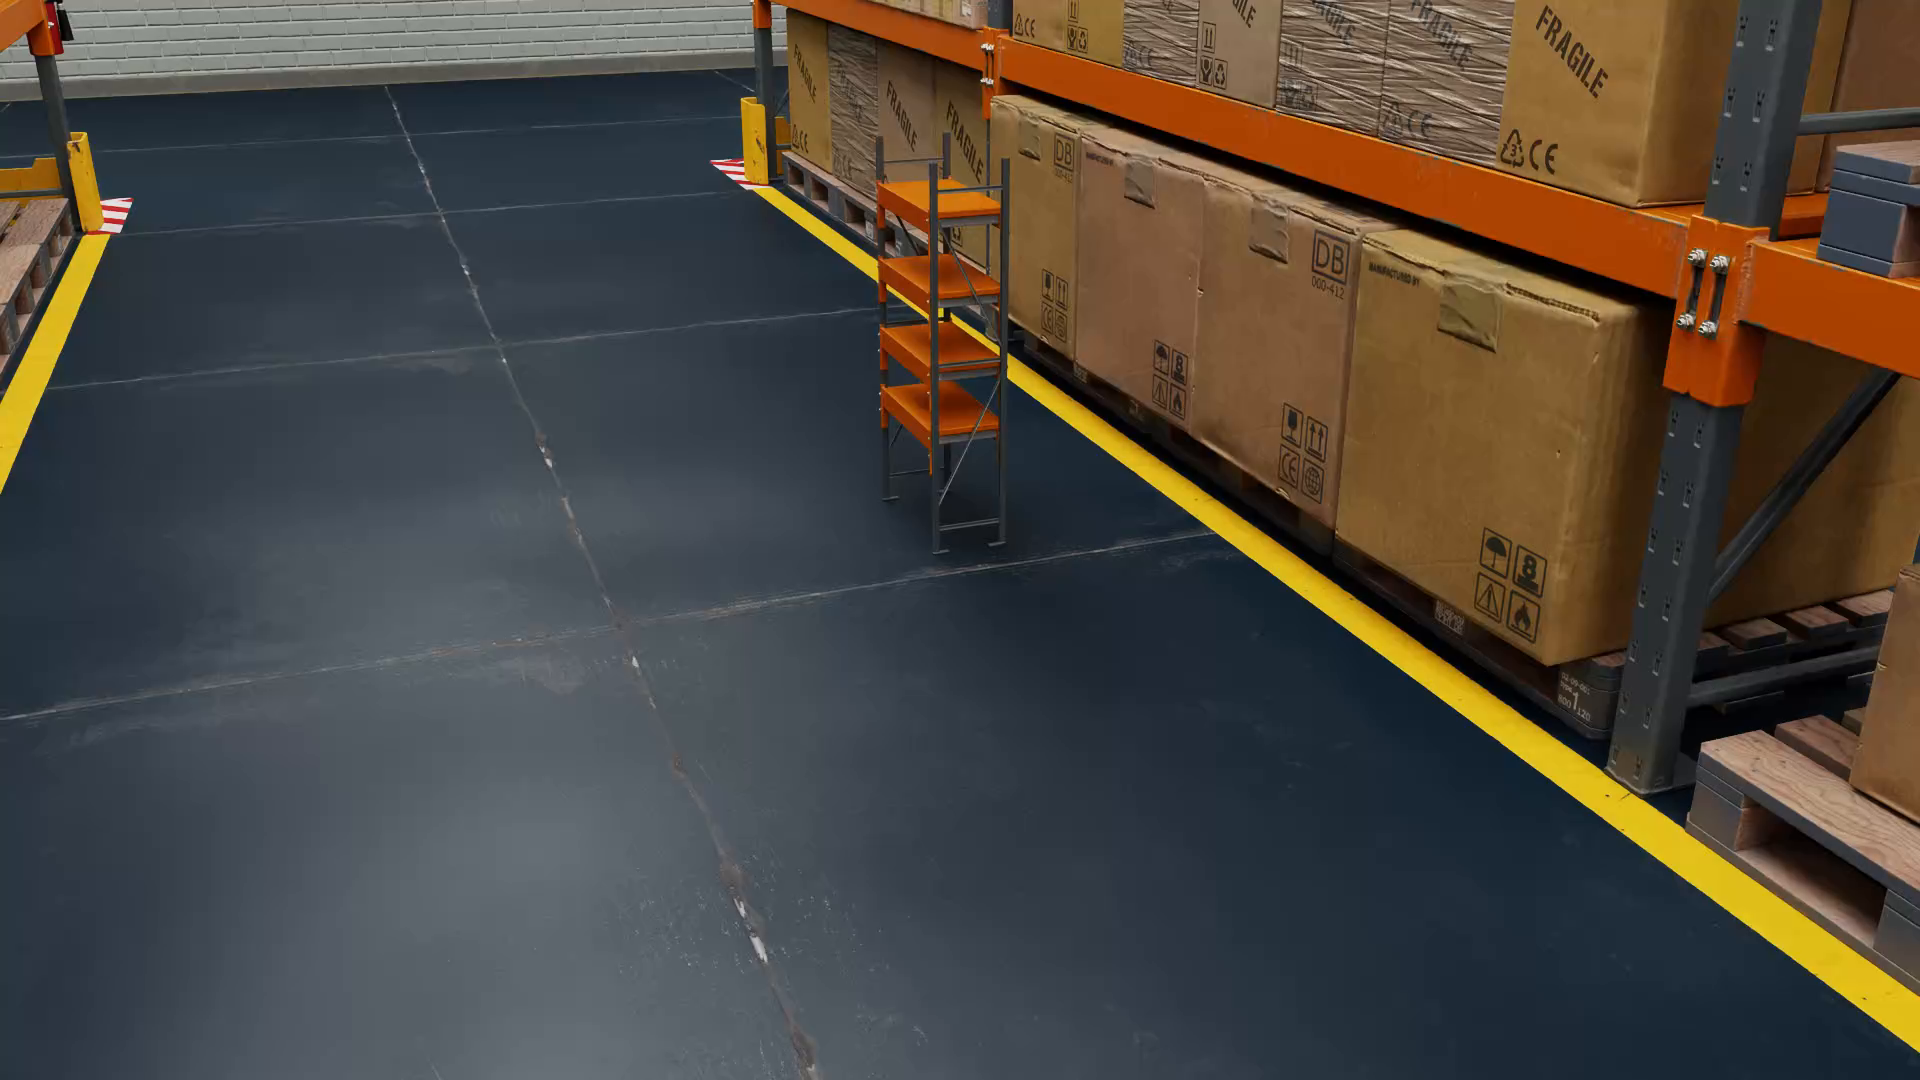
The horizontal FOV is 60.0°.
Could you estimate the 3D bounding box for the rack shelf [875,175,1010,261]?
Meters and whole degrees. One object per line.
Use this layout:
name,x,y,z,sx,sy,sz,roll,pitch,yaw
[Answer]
rack shelf,-0.058,-0.975,5.007,0.258,0.148,0.480,-8,24,-19

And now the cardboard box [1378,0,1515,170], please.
cardboard box,1.437,-1.249,4.222,0.500,0.500,0.500,-9,24,-19

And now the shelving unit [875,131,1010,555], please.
shelving unit,-0.058,-0.613,5.160,0.258,1.200,0.503,-8,24,-19

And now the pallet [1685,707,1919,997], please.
pallet,2.289,0.694,3.332,1.003,0.211,1.213,-8,24,-19

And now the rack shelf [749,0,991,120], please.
rack shelf,-0.105,-2.724,8.777,1.077,0.370,4.000,-8,24,-19

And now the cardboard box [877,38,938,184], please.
cardboard box,0.125,-2.121,8.615,0.875,0.875,0.875,-8,24,-19

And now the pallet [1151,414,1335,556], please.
pallet,1.379,-0.330,5.760,1.003,0.211,1.213,-8,24,-19

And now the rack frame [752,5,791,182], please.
rack frame,-0.812,-3.782,10.361,1.000,3.000,0.127,-8,24,-19

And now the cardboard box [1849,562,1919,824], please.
cardboard box,2.270,0.315,3.294,0.700,0.500,0.500,-10,25,-22

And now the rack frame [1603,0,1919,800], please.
rack frame,2.014,-0.875,3.465,1.000,3.000,0.127,-8,24,-19

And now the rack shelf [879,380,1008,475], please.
rack shelf,-0.058,-0.368,5.263,0.258,0.148,0.480,-8,24,-19

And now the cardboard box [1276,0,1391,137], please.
cardboard box,1.251,-1.437,4.668,0.500,0.500,0.500,-9,25,-21

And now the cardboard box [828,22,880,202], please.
cardboard box,-0.190,-2.444,9.382,0.875,0.875,0.875,-8,24,-19

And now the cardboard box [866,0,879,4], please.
cardboard box,-0.267,-2.746,8.226,0.380,0.149,0.250,-9,24,-20

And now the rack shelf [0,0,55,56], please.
rack shelf,-4.739,-2.044,7.164,1.077,0.370,4.000,-8,24,-19

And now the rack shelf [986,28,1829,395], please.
rack shelf,1.308,-1.270,5.328,1.077,0.370,4.000,-8,24,-19

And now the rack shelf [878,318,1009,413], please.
rack shelf,-0.058,-0.551,5.186,0.258,0.148,0.480,-8,24,-19

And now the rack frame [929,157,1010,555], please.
rack frame,0.028,-0.524,4.949,0.240,1.200,0.015,-8,24,-19

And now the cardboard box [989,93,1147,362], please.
cardboard box,0.846,-1.313,6.699,1.225,0.875,0.875,-8,24,-19

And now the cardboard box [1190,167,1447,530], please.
cardboard box,1.482,-0.668,5.168,1.225,0.875,0.875,-8,24,-19

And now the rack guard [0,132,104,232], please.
rack guard,-5.466,-1.958,9.251,1.175,0.500,0.348,-8,24,-19

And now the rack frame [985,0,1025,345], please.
rack frame,0.601,-2.329,6.913,1.000,3.000,0.127,-8,24,-19

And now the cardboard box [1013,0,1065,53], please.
cardboard box,0.530,-2.173,6.416,0.500,0.500,0.500,-8,24,-19

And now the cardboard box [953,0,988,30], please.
cardboard box,0.187,-2.279,7.118,0.380,0.149,0.250,-8,24,-19

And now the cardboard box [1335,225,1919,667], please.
cardboard box,1.790,-0.343,4.397,1.225,0.875,0.875,-10,25,-21

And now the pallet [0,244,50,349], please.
pallet,-4.763,-1.070,7.517,1.003,0.211,1.213,-8,24,-19

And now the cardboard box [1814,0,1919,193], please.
cardboard box,2.097,-1.135,3.953,0.500,0.500,0.500,-8,24,-17

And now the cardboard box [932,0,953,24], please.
cardboard box,0.096,-2.372,7.340,0.380,0.149,0.250,-8,24,-18

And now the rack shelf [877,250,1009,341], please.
rack shelf,-0.058,-0.757,5.099,0.258,0.148,0.480,-8,24,-19

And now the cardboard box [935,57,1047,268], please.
cardboard box,0.443,-1.794,7.839,0.875,0.875,0.875,-8,24,-19

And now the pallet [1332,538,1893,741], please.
pallet,1.806,0.113,4.710,1.003,0.211,1.213,-8,24,-19

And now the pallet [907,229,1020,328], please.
pallet,0.406,-1.331,8.135,1.003,0.211,1.213,-8,24,-19

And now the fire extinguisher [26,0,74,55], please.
fire extinguisher,-5.074,-3.012,9.114,0.296,0.674,0.183,-8,24,-19

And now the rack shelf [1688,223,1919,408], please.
rack shelf,2.721,0.183,1.880,1.077,0.370,4.000,-8,24,-19

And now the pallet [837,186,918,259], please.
pallet,-0.029,-1.775,9.189,1.003,0.211,1.213,-8,24,-19

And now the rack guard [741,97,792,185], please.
rack guard,-0.820,-2.639,10.867,1.175,0.500,0.348,-8,24,-19

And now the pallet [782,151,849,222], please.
pallet,-0.456,-2.217,10.239,1.003,0.211,1.213,-8,24,-19

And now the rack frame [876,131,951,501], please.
rack frame,-0.145,-0.702,5.370,0.240,1.200,0.015,-8,24,-19

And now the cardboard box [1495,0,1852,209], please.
cardboard box,1.608,-1.067,3.790,0.500,0.500,0.500,-8,24,-17

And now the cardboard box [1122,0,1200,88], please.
cardboard box,0.885,-1.809,5.551,0.500,0.500,0.500,-9,24,-20

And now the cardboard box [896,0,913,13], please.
cardboard box,-0.086,-2.559,7.783,0.380,0.149,0.250,-8,24,-18

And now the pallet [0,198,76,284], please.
pallet,-5.191,-1.513,8.567,1.003,0.211,1.213,-8,24,-19

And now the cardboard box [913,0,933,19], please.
cardboard box,0.005,-2.466,7.561,0.380,0.149,0.250,-9,24,-20

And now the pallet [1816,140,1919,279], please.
pallet,2.366,-0.543,2.922,1.213,0.211,1.003,-8,24,-19

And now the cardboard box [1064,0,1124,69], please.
cardboard box,0.708,-1.991,5.982,0.500,0.500,0.500,-8,24,-19

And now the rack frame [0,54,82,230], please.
rack frame,-5.446,-3.102,8.749,1.000,3.000,0.127,-8,24,-19

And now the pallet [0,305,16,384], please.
pallet,-4.329,-0.626,6.463,1.003,0.211,1.213,-8,24,-19

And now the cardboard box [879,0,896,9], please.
cardboard box,-0.177,-2.653,8.005,0.380,0.149,0.250,-8,24,-18

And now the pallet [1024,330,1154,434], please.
pallet,0.944,-0.774,6.814,1.003,0.211,1.213,-8,24,-19

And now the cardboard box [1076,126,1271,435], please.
cardboard box,1.162,-0.989,5.929,1.225,0.875,0.875,-9,25,-21

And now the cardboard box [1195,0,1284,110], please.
cardboard box,1.072,-1.622,5.107,0.500,0.500,0.500,-8,24,-18

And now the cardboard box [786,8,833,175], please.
cardboard box,-0.511,-2.775,10.167,0.875,0.875,0.875,-8,24,-19
